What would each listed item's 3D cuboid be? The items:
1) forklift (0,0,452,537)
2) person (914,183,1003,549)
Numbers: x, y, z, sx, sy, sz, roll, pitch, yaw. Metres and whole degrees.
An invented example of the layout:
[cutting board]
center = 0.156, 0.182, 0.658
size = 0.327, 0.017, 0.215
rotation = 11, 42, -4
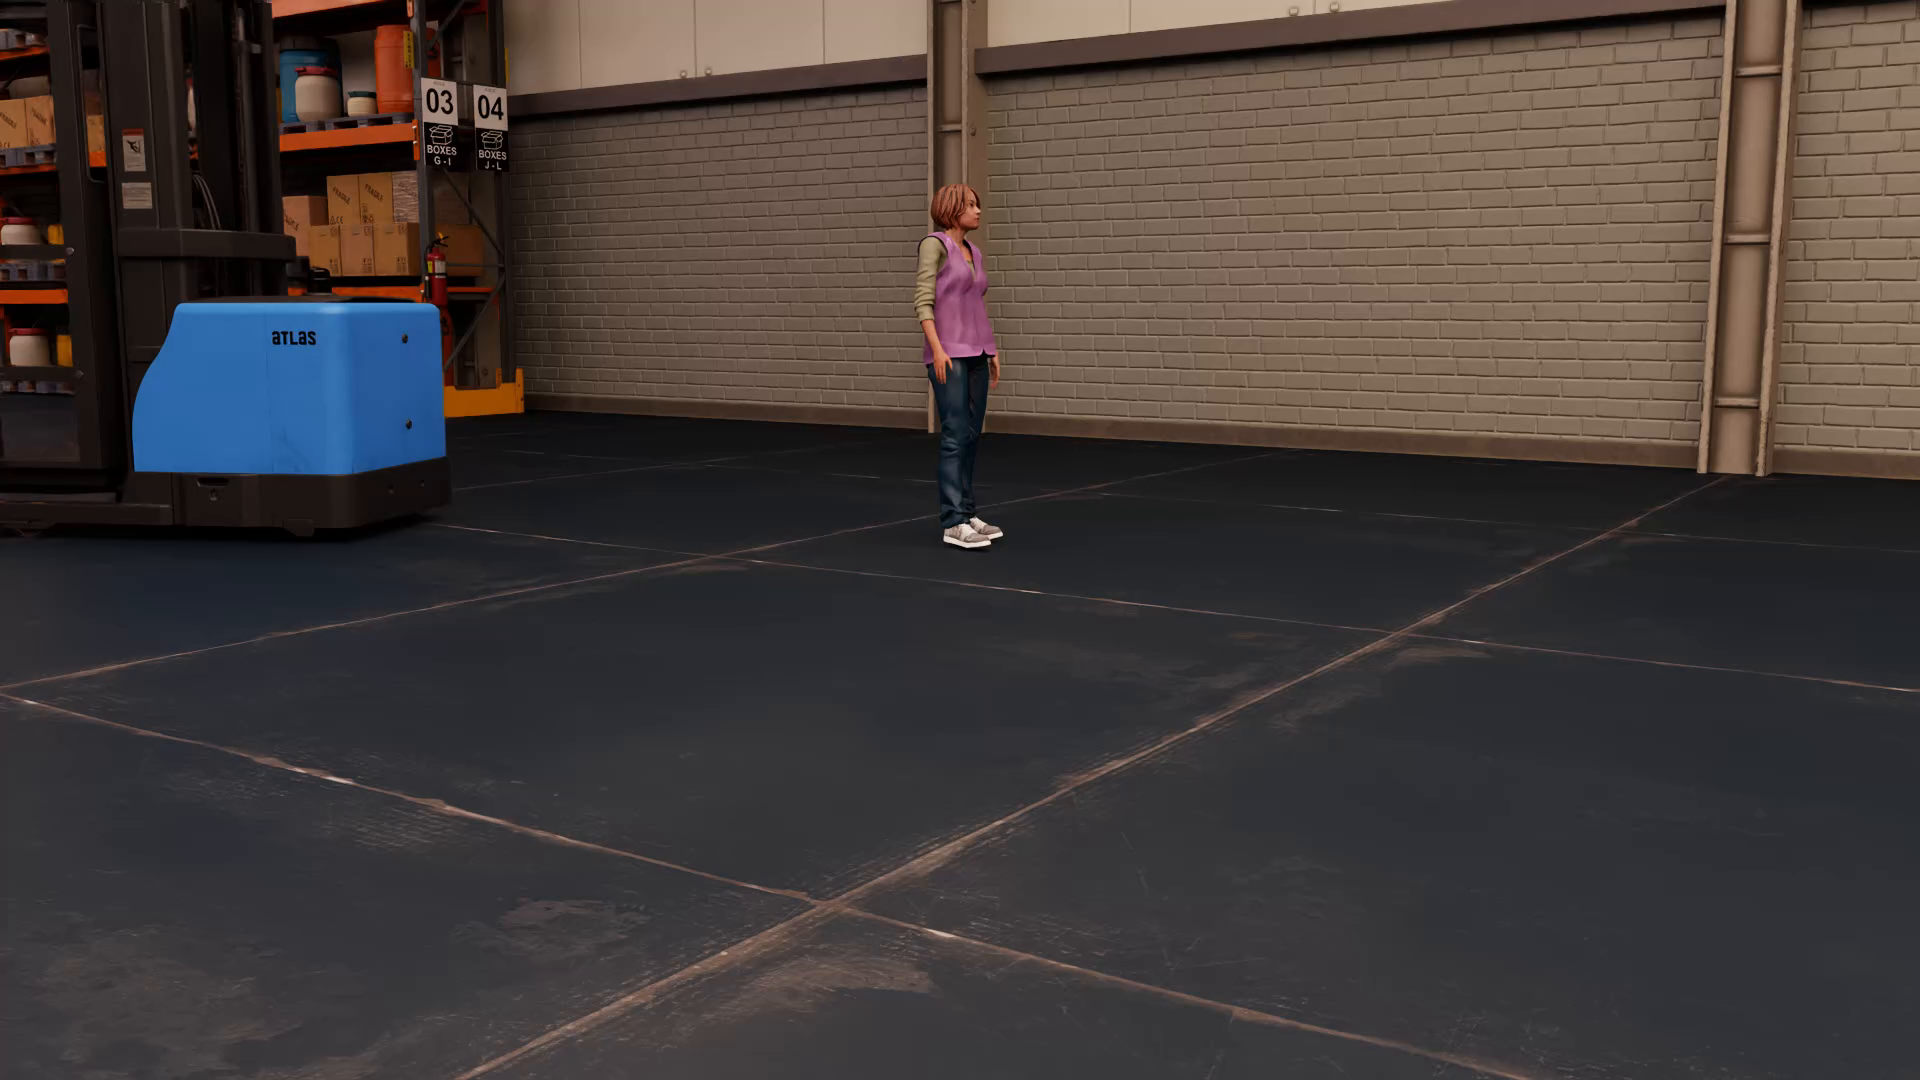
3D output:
[forklift]
center = -4.129, -1.537, 7.999
size = 3.031, 2.935, 1.130
rotation = 1, 8, 9
[person]
center = 0.053, -0.791, 7.438
size = 0.476, 1.597, 0.520
rotation = 5, 10, 34
